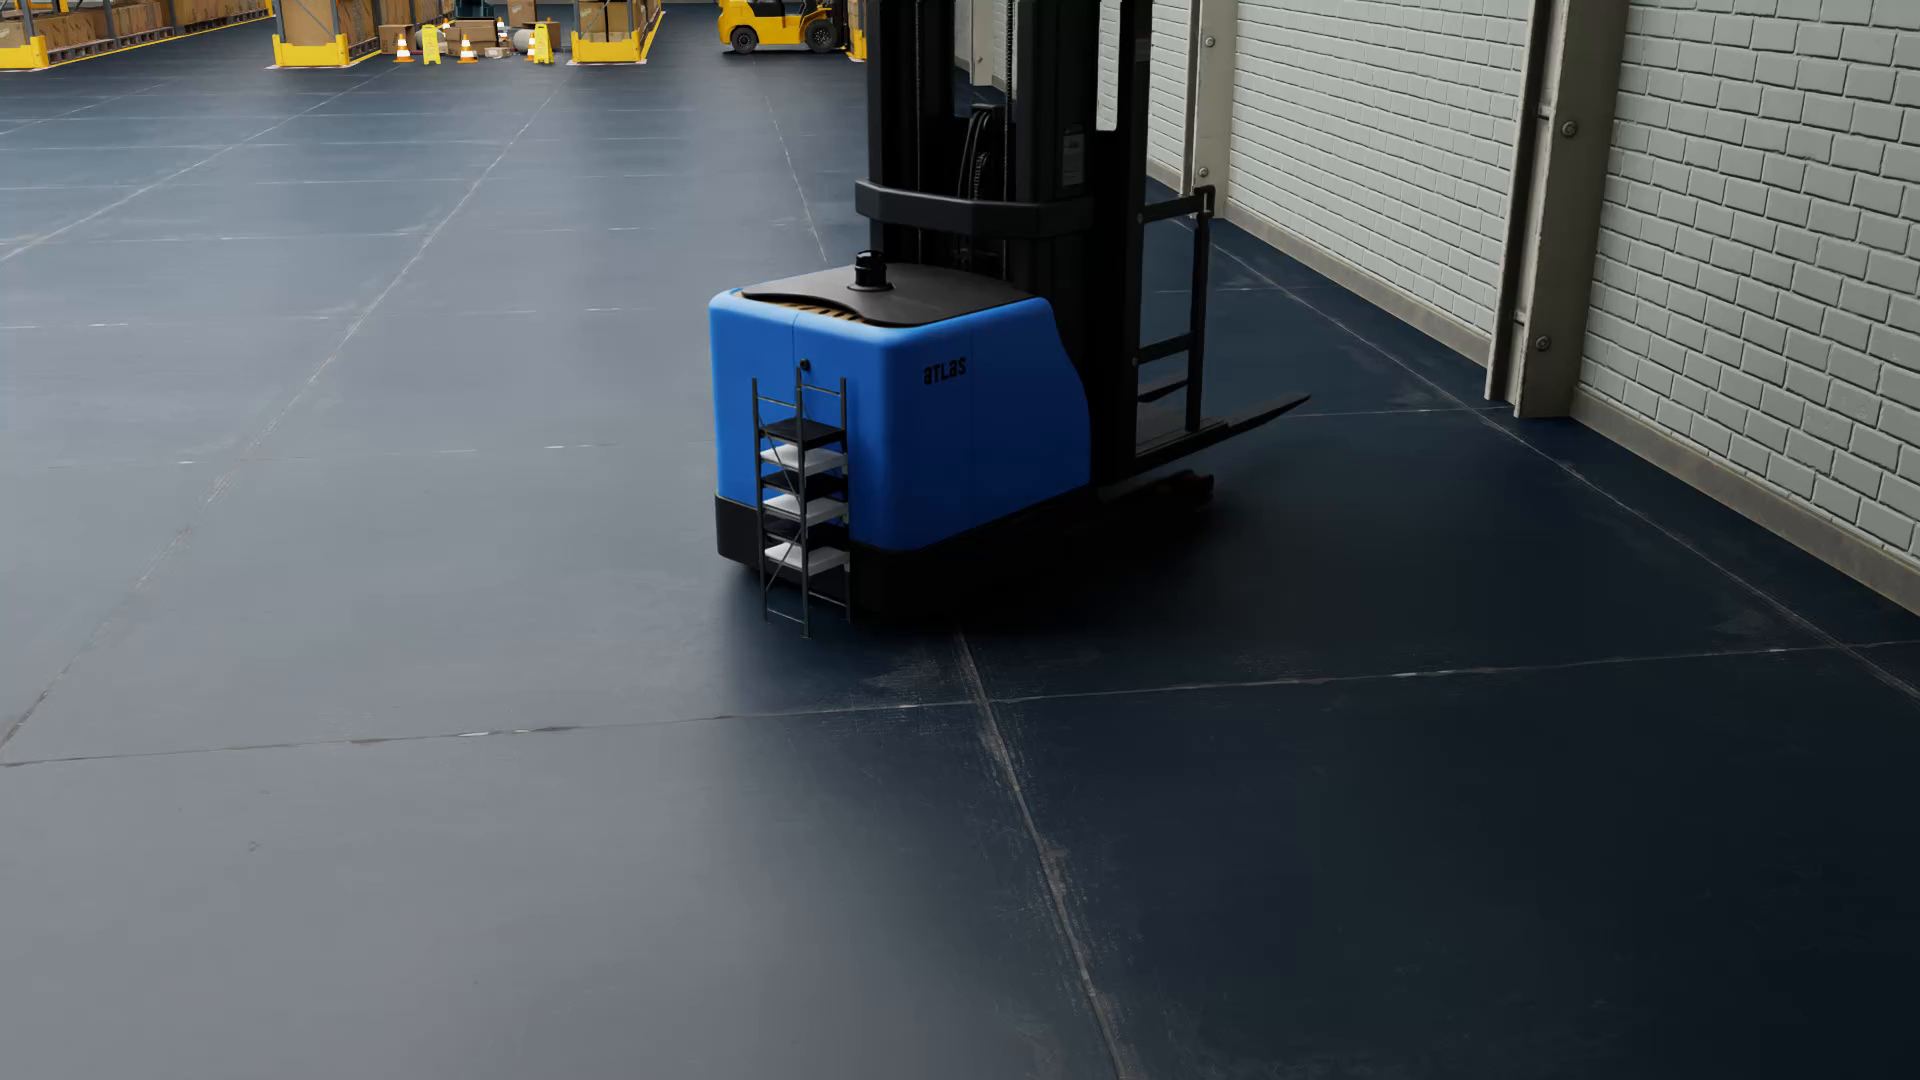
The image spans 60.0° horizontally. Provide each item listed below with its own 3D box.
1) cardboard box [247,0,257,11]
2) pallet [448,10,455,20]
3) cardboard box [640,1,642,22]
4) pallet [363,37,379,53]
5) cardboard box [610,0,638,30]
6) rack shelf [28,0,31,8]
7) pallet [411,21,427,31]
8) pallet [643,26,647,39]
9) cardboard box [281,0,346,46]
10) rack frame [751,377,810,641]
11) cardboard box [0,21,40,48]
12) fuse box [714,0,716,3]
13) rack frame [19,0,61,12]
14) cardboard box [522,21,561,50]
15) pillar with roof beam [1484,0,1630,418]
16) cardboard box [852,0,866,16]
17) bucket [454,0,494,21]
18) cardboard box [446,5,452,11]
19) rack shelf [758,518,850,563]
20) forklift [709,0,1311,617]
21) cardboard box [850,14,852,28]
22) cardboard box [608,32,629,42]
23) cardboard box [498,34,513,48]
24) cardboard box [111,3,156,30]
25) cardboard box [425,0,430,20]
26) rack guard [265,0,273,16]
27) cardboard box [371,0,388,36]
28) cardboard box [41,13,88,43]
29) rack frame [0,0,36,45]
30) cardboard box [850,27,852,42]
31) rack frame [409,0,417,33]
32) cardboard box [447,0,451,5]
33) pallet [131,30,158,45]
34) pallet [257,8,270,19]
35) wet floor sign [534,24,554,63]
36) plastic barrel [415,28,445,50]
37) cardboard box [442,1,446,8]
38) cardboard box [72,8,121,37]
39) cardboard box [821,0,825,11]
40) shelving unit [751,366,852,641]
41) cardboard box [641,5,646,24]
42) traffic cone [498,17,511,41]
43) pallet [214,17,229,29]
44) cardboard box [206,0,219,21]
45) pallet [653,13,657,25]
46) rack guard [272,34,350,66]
[{"bbox_3d":[-18.044,-13.574,41.210,0.875,0.875,0.875,-3,21,-8],"label":"cardboard box"},{"bbox_3d":[-13.158,-13.084,41.445,1.003,0.211,1.213,-3,21,-8],"label":"pallet"},{"bbox_3d":[-6.460,-10.319,32.316,0.500,0.500,0.500,-3,21,-9],"label":"cardboard box"},{"bbox_3d":[-11.662,-9.392,31.562,1.003,0.211,1.213,-3,21,-8],"label":"pallet"},{"bbox_3d":[-6.160,-9.608,30.411,0.500,0.500,0.500,-4,21,-10],"label":"cardboard box"},{"bbox_3d":[-16.329,-9.721,29.485,1.077,0.370,4.000,-3,21,-8],"label":"rack shelf"},{"bbox_3d":[-12.382,-11.315,36.710,1.003,0.211,1.213,-3,21,-8],"label":"pallet"},{"bbox_3d":[-7.103,-10.637,34.894,1.003,0.211,1.213,-3,21,-8],"label":"pallet"},{"bbox_3d":[-11.281,-9.014,28.999,0.875,0.875,0.875,-3,21,-7],"label":"cardboard box"},{"bbox_3d":[-0.613,-0.100,5.698,0.240,0.900,0.006,17,27,39],"label":"rack frame"},{"bbox_3d":[-16.114,-8.609,28.450,0.500,0.500,0.500,1,20,2],"label":"cardboard box"},{"bbox_3d":[-7.277,-16.808,49.274,0.539,1.711,0.414,-3,21,-8],"label":"fuse box"},{"bbox_3d":[-23.248,-14.656,41.669,1.000,3.000,0.127,-3,21,-8],"label":"rack frame"},{"bbox_3d":[-8.003,-9.641,31.812,0.500,0.500,0.500,12,24,29],"label":"cardboard box"},{"bbox_3d":[-1.332,-4.688,6.405,9.100,9.000,0.400,-3,21,-8],"label":"pillar with roof beam"},{"bbox_3d":[-1.698,-9.638,30.135,0.500,0.250,0.500,-2,21,-6],"label":"cardboard box"},{"bbox_3d":[-9.393,-10.214,32.282,0.726,0.611,0.620,4,11,11],"label":"bucket"},{"bbox_3d":[-12.809,-13.187,41.209,0.380,0.149,0.250,-3,21,-9],"label":"cardboard box"},{"bbox_3d":[-0.545,-0.011,5.812,0.258,0.077,0.200,17,27,39],"label":"rack shelf"},{"bbox_3d":[0.421,-1.539,6.647,1.130,2.935,3.031,17,27,38],"label":"forklift"},{"bbox_3d":[-1.764,-9.587,30.713,0.500,0.250,0.500,-3,21,-8],"label":"cardboard box"},{"bbox_3d":[-6.077,-9.068,30.036,0.500,0.250,0.500,-3,21,-8],"label":"cardboard box"},{"bbox_3d":[-8.817,-9.580,31.985,0.396,0.266,0.258,17,27,39],"label":"cardboard box"},{"bbox_3d":[-16.985,-10.748,34.151,0.700,0.500,0.500,-5,21,-12],"label":"cardboard box"},{"bbox_3d":[-12.275,-11.986,37.492,0.500,0.500,0.500,-3,21,-9],"label":"cardboard box"},{"bbox_3d":[-18.350,-13.743,42.797,1.175,0.500,0.348,-3,21,-8],"label":"rack guard"},{"bbox_3d":[-11.873,-10.319,32.673,1.050,0.750,0.750,-3,21,-8],"label":"cardboard box"},{"bbox_3d":[-16.509,-9.438,30.671,0.500,0.500,0.500,4,21,9],"label":"cardboard box"},{"bbox_3d":[-16.040,-9.366,27.505,1.000,3.000,0.127,-3,21,-8],"label":"rack frame"},{"bbox_3d":[-1.765,-9.345,30.780,0.500,0.250,0.500,-3,21,-8],"label":"cardboard box"},{"bbox_3d":[-12.271,-12.351,35.498,1.000,3.000,0.127,-3,21,-8],"label":"rack frame"},{"bbox_3d":[-12.805,-13.324,41.153,0.380,0.149,0.250,-3,21,-8],"label":"cardboard box"},{"bbox_3d":[-16.910,-10.137,33.556,1.003,0.211,1.213,-3,21,-8],"label":"pallet"},{"bbox_3d":[-18.154,-13.326,42.095,1.003,0.211,1.213,-3,21,-8],"label":"pallet"},{"bbox_3d":[-7.265,-8.643,28.935,0.267,0.644,0.232,4,21,11],"label":"wet floor sign"},{"bbox_3d":[-10.013,-9.444,31.396,0.512,0.421,0.421,12,24,30],"label":"plastic barrel"},{"bbox_3d":[-12.583,-12.878,39.958,0.380,0.149,0.250,-2,21,-5],"label":"cardboard box"},{"bbox_3d":[-16.684,-10.000,32.146,0.700,0.500,0.500,-5,21,-12],"label":"cardboard box"},{"bbox_3d":[-2.983,-12.582,39.089,0.500,0.500,0.500,-4,21,-10],"label":"cardboard box"},{"bbox_3d":[-0.545,-0.126,5.769,0.258,0.900,0.210,17,27,39],"label":"shelving unit"},{"bbox_3d":[-7.316,-11.405,36.121,0.950,0.372,0.625,-4,21,-11],"label":"cardboard box"},{"bbox_3d":[-9.406,-10.471,34.090,0.336,0.463,0.334,-3,21,-8],"label":"traffic cone"},{"bbox_3d":[-17.584,-11.951,38.412,1.003,0.211,1.213,-3,21,-8],"label":"pallet"},{"bbox_3d":[-17.529,-12.192,37.509,1.225,0.875,0.875,-4,21,-10],"label":"cardboard box"},{"bbox_3d":[-7.778,-12.451,39.751,1.003,0.211,1.213,-3,21,-8],"label":"pallet"},{"bbox_3d":[-11.114,-8.402,28.497,1.175,0.500,0.348,-3,21,-8],"label":"rack guard"}]
